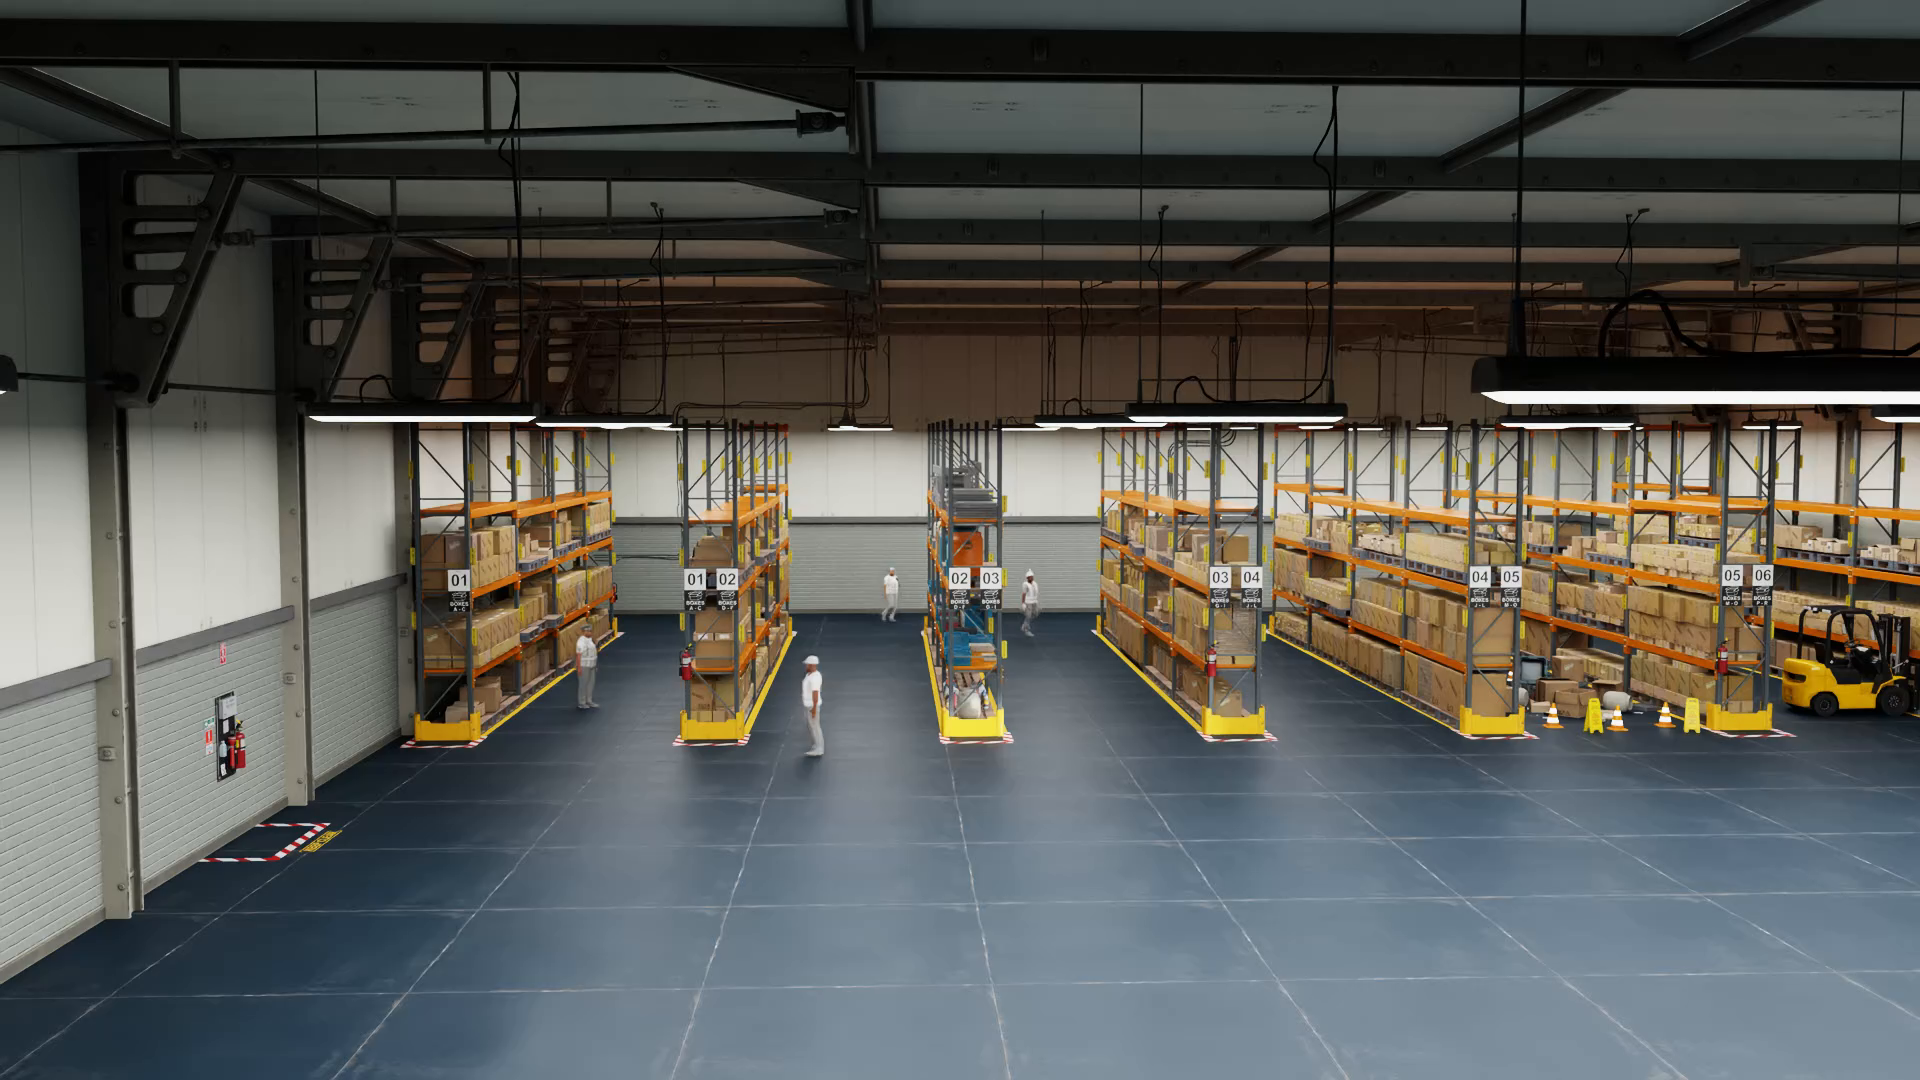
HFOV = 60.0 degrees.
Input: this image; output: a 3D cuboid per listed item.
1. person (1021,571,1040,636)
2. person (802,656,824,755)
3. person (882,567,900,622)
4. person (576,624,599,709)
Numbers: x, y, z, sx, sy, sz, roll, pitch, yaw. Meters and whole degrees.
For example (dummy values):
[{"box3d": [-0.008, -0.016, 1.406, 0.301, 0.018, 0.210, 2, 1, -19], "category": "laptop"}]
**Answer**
[{"box3d": [1.885, 1.745, 45.731, 0.517, 1.785, 0.626, 3, 5, 41], "category": "person"}, {"box3d": [-2.622, 2.954, 29.565, 0.374, 1.803, 0.703, -1, 4, -16], "category": "person"}, {"box3d": [-2.072, 1.651, 50.433, 0.477, 1.656, 0.516, 3, 5, 37], "category": "person"}, {"box3d": [-7.785, 2.622, 34.649, 0.406, 1.771, 0.639, 1, 4, 15], "category": "person"}]
